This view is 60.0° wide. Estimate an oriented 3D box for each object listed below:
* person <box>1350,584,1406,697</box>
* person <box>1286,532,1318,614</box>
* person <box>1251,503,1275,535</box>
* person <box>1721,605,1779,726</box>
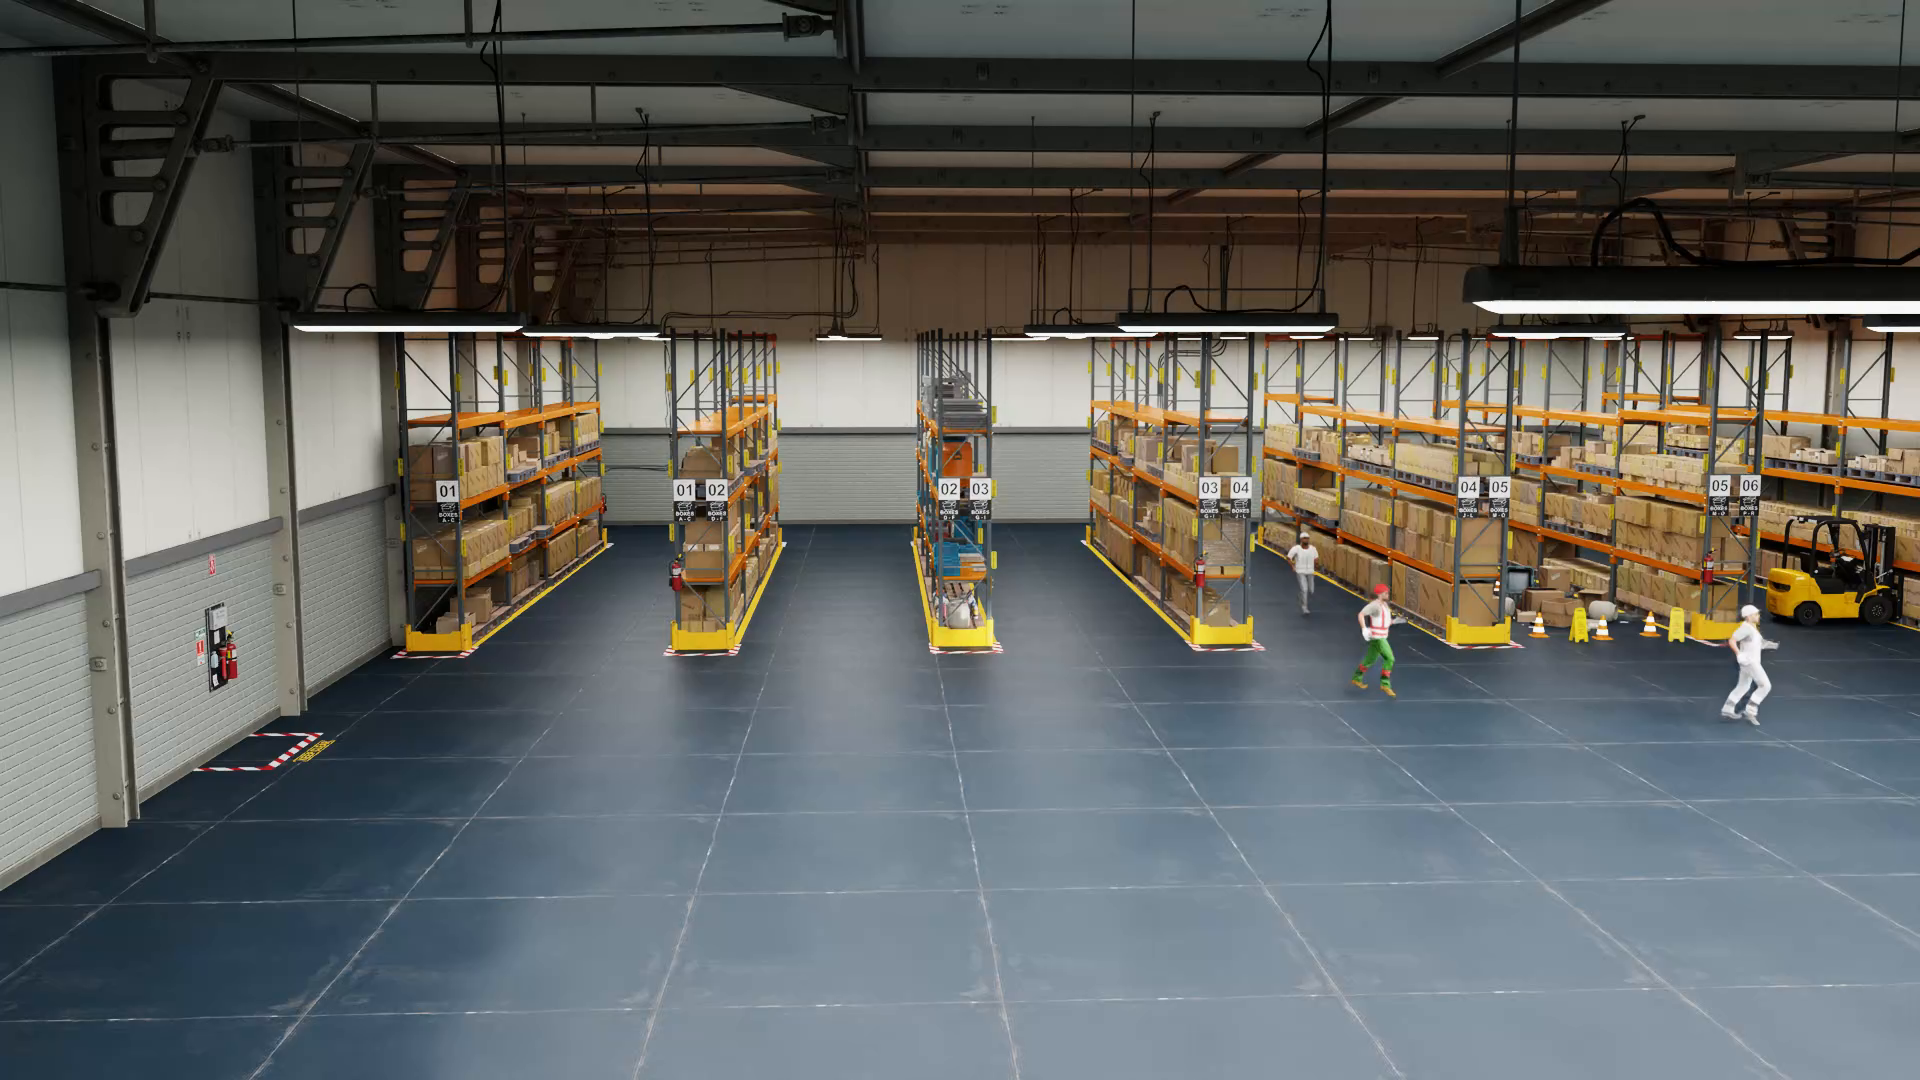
[{"bbox_3d":[6.832,1.632,27.189,0.876,1.844,0.643,3,7,25],"label":"person"},{"bbox_3d":[7.328,0.690,35.487,0.707,1.726,0.753,-1,7,-10],"label":"person"},{"bbox_3d":[9.097,-0.866,49.250,1.029,1.553,0.667,3,7,21],"label":"person"},{"bbox_3d":[11.916,1.888,25.067,0.735,1.817,0.641,3,7,26],"label":"person"}]
